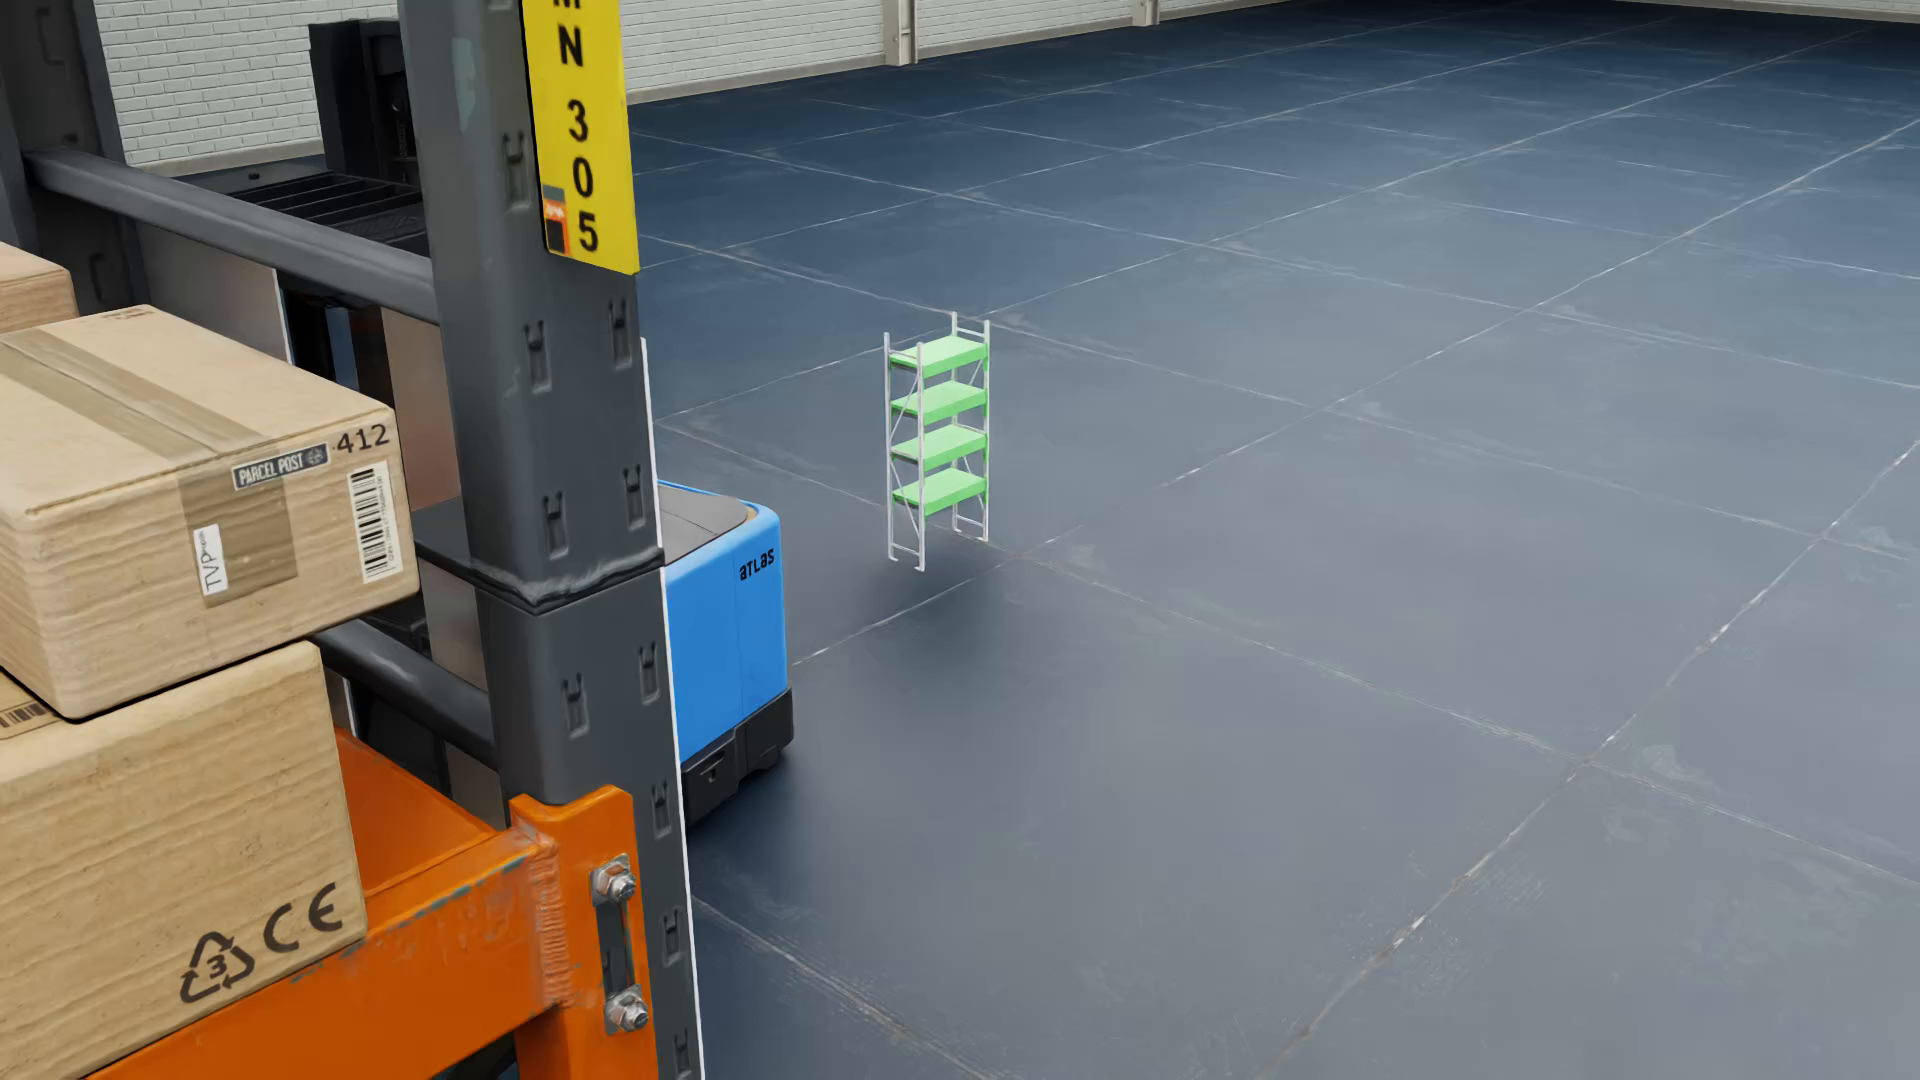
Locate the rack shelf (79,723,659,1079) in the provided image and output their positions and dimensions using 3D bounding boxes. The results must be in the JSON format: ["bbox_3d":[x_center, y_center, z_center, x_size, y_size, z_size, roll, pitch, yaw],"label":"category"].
[{"bbox_3d":[-1.992,0.841,0.420,1.077,0.370,4.000,20,31,38],"label":"rack shelf"}]

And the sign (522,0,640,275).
[{"bbox_3d":[-0.257,-0.343,1.099,0.100,0.325,0.005,20,31,38],"label":"sign"}]

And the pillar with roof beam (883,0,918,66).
[{"bbox_3d":[2.347,-9.868,19.759,9.100,9.000,0.400,20,31,38],"label":"pillar with roof beam"}]

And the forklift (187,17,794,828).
[{"bbox_3d":[-1.866,-0.063,5.309,1.130,2.935,3.031,14,28,28],"label":"forklift"}]

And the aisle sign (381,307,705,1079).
[{"bbox_3d":[-0.393,0.149,1.573,0.394,0.787,0.004,20,31,38],"label":"aisle sign"}]

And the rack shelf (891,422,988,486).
[{"bbox_3d":[-0.110,-0.439,8.418,0.258,0.148,0.480,20,31,38],"label":"rack shelf"}]

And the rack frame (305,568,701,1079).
[{"bbox_3d":[-0.657,1.272,2.246,1.000,3.000,0.127,20,31,38],"label":"rack frame"}]

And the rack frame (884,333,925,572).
[{"bbox_3d":[-0.273,-0.423,8.226,0.240,1.200,0.015,20,31,38],"label":"rack frame"}]

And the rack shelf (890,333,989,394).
[{"bbox_3d":[-0.110,-0.877,8.222,0.258,0.148,0.480,20,31,38],"label":"rack shelf"}]

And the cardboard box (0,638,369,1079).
[{"bbox_3d":[-0.790,0.188,1.180,0.500,0.250,0.500,21,32,39],"label":"cardboard box"}]

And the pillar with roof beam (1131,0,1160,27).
[{"bbox_3d":[6.352,-11.696,23.836,9.100,9.000,0.400,20,31,38],"label":"pillar with roof beam"}]

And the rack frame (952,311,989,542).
[{"bbox_3d":[0.052,-0.571,8.558,0.240,1.200,0.015,20,31,38],"label":"rack frame"}]

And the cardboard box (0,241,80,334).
[{"bbox_3d":[-1.013,-0.189,1.535,0.380,0.149,0.250,20,31,37],"label":"cardboard box"}]

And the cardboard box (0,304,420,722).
[{"bbox_3d":[-0.610,-0.040,1.202,0.380,0.149,0.250,20,31,38],"label":"cardboard box"}]

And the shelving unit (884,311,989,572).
[{"bbox_3d":[-0.110,-0.497,8.392,0.258,1.200,0.503,20,31,38],"label":"shelving unit"}]

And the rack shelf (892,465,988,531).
[{"bbox_3d":[-0.110,-0.220,8.516,0.258,0.148,0.480,20,31,38],"label":"rack shelf"}]

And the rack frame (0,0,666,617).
[{"bbox_3d":[-0.657,-1.465,1.018,1.000,3.000,0.127,20,31,38],"label":"rack frame"}]

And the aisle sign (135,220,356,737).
[{"bbox_3d":[-0.839,-0.015,1.939,0.394,0.787,0.004,20,31,38],"label":"aisle sign"}]

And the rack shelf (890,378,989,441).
[{"bbox_3d":[-0.110,-0.658,8.320,0.258,0.148,0.480,20,31,38],"label":"rack shelf"}]
